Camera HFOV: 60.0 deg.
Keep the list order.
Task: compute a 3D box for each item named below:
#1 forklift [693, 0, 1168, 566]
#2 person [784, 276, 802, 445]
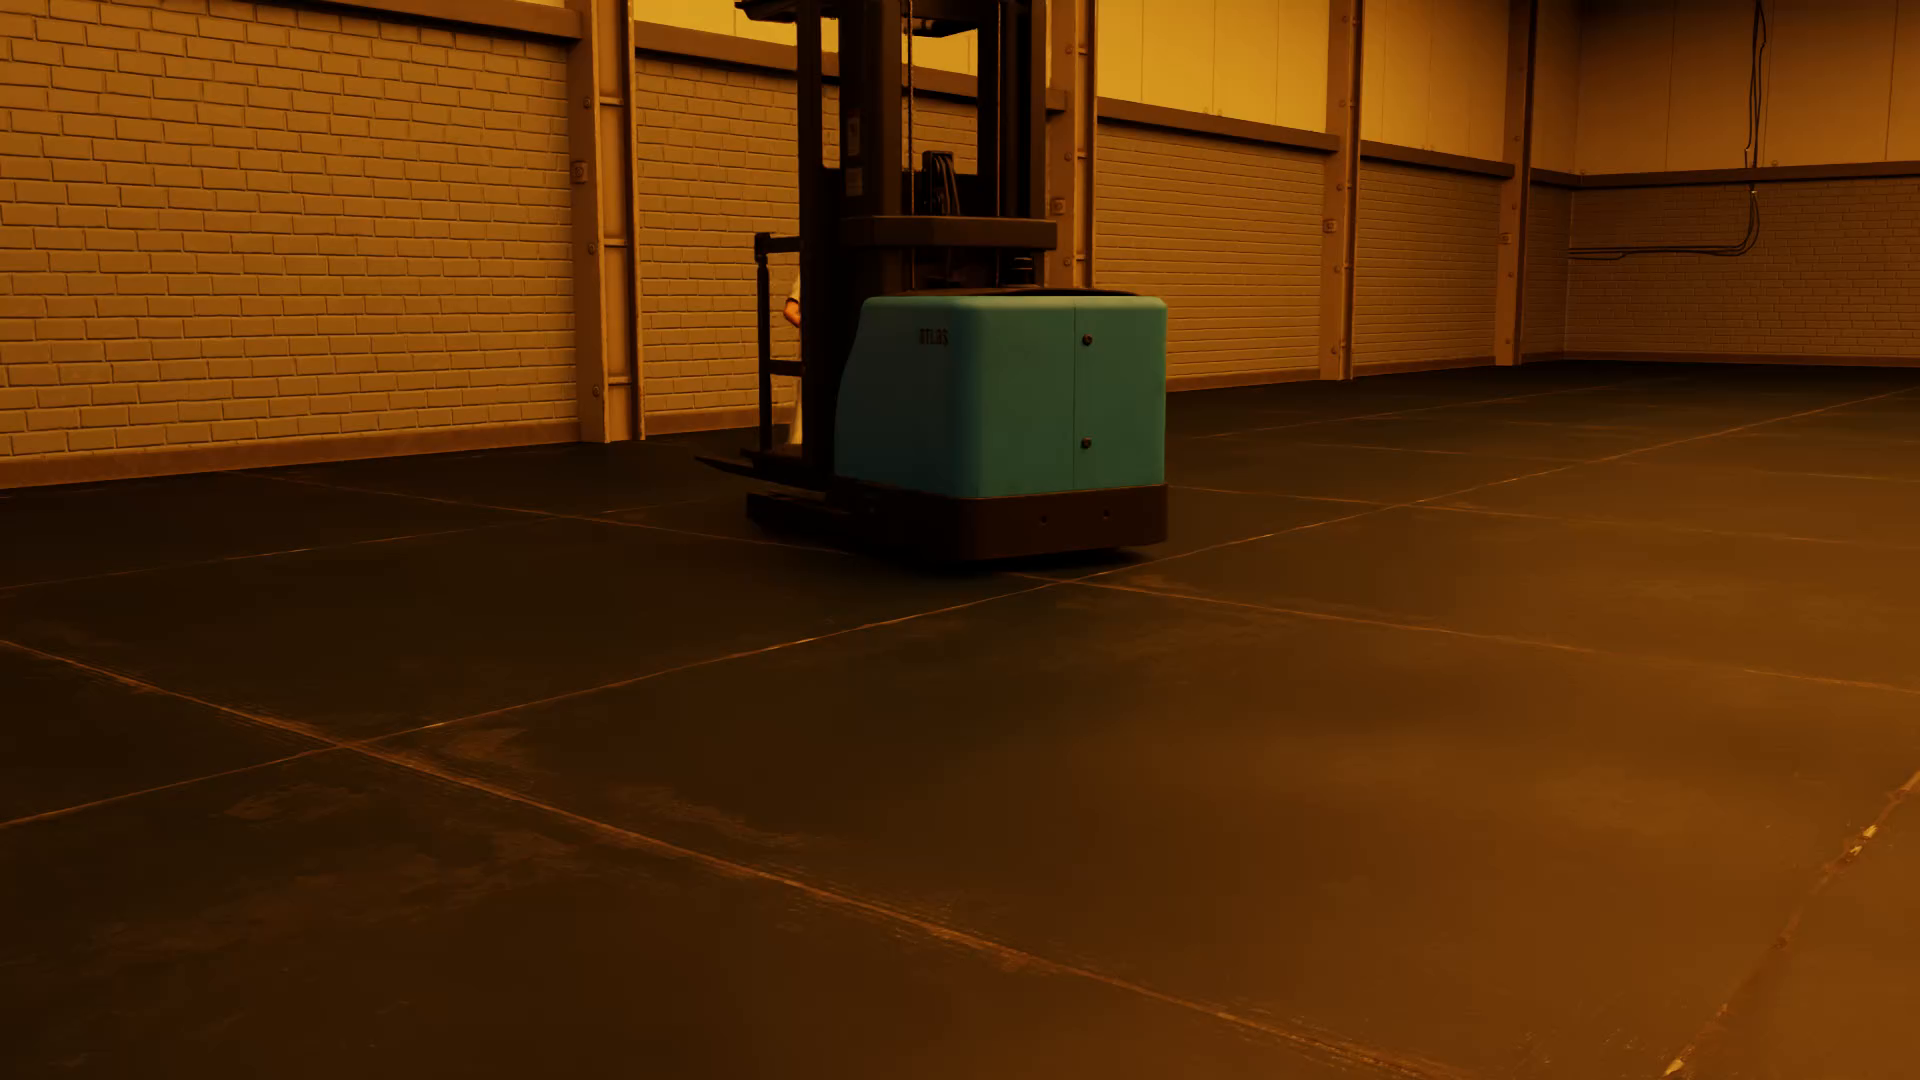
[{"bbox_3d":[-0.350,-1.520,7.671,1.130,2.935,3.031,-5,10,-32],"label":"forklift"},{"bbox_3d":[-0.705,-1.201,10.473,1.199,1.478,0.902,-6,10,-35],"label":"person"}]
